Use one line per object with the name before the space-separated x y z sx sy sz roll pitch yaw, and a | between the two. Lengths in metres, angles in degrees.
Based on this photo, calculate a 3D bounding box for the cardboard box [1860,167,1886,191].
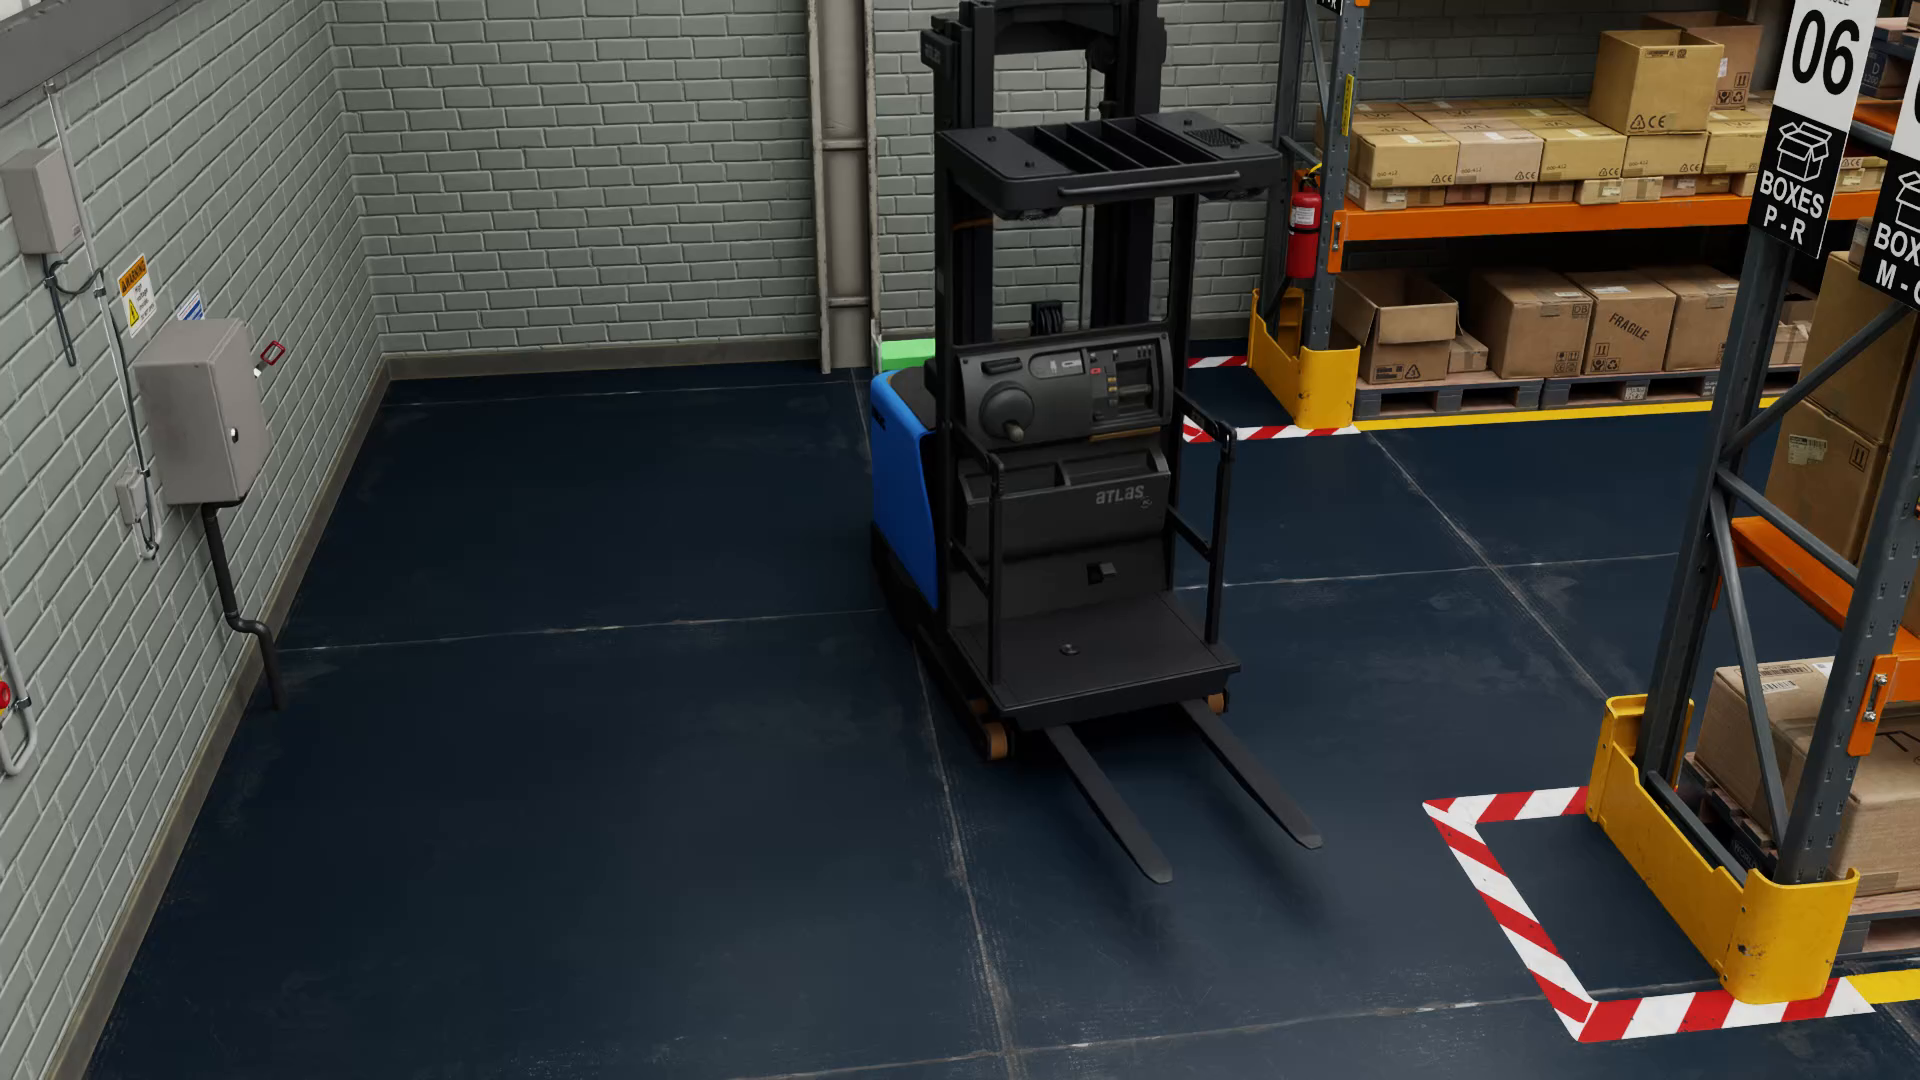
cardboard box | 5.492 -2.250 10.124 0.250 0.149 0.380 -3 27 -6

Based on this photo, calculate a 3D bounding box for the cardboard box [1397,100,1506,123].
cardboard box | 2.996 -2.515 10.204 0.500 0.250 0.500 -4 27 -7

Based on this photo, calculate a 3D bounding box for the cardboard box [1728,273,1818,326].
cardboard box | 5.341 -1.577 11.024 0.500 0.311 0.500 -3 27 -5

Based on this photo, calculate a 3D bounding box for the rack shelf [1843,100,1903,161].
rack shelf | 4.743 -1.166 5.238 4.000 0.370 1.077 -4 27 -7

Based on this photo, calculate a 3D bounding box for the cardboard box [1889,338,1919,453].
cardboard box | 3.277 -0.415 5.069 0.500 0.500 0.500 -4 27 -8

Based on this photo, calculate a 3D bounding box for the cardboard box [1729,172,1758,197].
cardboard box | 4.726 -2.189 10.005 0.250 0.149 0.380 -4 27 -8

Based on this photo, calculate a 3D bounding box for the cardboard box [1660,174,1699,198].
cardboard box | 4.217 -2.186 9.999 0.250 0.149 0.380 -4 27 -7

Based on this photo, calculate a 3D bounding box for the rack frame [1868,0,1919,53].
rack frame | 2.762 -2.693 4.142 0.127 3.000 1.000 -4 27 -7

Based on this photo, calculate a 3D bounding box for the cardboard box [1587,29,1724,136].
cardboard box | 4.039 -2.670 9.684 0.500 0.500 0.500 -3 27 -6

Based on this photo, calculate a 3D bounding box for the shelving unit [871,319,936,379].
shelving unit | -0.172 -0.529 8.467 0.503 1.200 0.258 -5 28 -10

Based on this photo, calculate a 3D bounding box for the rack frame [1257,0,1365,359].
rack frame | 2.067 -2.268 9.884 0.127 3.000 1.000 -4 27 -7

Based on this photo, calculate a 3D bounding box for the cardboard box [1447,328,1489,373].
cardboard box | 3.112 -1.192 10.449 0.250 0.149 0.380 -5 28 -9

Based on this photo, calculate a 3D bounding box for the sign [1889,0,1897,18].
sign | 5.947 -3.288 10.604 0.005 0.325 0.100 -4 27 -7

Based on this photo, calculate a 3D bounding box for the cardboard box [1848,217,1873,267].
cardboard box | 3.089 -0.915 5.333 0.250 0.149 0.380 -3 27 -6

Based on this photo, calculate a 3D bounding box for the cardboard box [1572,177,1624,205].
cardboard box | 3.713 -2.112 9.856 0.250 0.149 0.380 -4 27 -9

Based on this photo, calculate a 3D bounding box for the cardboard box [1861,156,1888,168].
cardboard box | 5.557 -2.445 10.068 0.500 0.250 0.500 -3 27 -6

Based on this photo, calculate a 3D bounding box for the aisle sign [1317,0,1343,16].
aisle sign | 2.040 -3.287 9.023 0.004 0.787 0.394 -4 27 -7

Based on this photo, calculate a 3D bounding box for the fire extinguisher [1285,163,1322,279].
fire extinguisher | 1.986 -1.849 9.561 0.183 0.674 0.296 -4 27 -7

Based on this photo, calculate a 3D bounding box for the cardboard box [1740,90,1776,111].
cardboard box | 5.004 -2.643 10.454 0.500 0.250 0.500 -4 27 -8

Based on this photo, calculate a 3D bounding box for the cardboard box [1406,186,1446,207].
cardboard box | 2.676 -2.090 9.812 0.250 0.149 0.380 -3 27 -6

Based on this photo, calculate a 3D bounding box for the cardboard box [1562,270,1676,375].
cardboard box | 4.075 -1.364 10.400 0.500 0.500 0.500 -3 27 -6

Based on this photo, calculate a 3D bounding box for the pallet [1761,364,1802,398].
pallet | 5.348 -1.238 10.932 1.213 0.211 1.003 -4 27 -7

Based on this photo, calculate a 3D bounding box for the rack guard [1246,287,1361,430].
rack guard | 2.142 -1.160 10.464 0.348 0.500 1.175 -4 27 -7

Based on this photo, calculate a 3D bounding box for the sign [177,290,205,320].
sign | -3.241 -0.782 7.092 0.001 0.494 0.329 -4 27 -7

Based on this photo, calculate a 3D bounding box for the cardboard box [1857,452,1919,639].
cardboard box | 3.277 0.031 5.295 0.500 0.500 0.500 -4 27 -8

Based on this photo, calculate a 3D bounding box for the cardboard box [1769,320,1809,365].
cardboard box | 5.163 -1.302 10.536 0.258 0.266 0.396 -3 27 -5

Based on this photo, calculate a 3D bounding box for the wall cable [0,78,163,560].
wall cable | -3.028 -0.747 5.808 0.122 1.984 0.588 -4 27 -7

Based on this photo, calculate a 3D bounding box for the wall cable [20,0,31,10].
wall cable | -2.934 -2.544 3.851 0.029 3.000 2.355 -4 27 -7

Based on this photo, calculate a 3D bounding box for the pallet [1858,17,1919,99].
pallet | 3.495 -1.371 4.948 1.213 0.211 1.003 -4 27 -7

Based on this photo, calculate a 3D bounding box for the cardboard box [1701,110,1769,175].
cardboard box | 4.568 -2.381 9.943 0.500 0.250 0.500 -4 27 -7

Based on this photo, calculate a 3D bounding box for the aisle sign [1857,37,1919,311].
aisle sign | 2.731 -1.045 4.653 0.004 0.787 0.394 -4 27 -7

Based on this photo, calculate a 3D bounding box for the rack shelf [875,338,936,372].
rack shelf | -0.172 -0.899 8.277 0.480 0.148 0.258 -5 28 -10

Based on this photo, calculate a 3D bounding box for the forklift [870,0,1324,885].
forklift | 0.519 -0.590 6.690 1.130 2.935 3.031 -9 29 -17

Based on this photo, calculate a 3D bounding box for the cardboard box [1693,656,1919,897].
cardboard box | 3.402 0.842 6.170 0.875 0.438 0.875 -5 28 -9

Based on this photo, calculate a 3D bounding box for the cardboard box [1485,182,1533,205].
cardboard box | 3.190 -2.111 9.853 0.250 0.149 0.380 -3 27 -5

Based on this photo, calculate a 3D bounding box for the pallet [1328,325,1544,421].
pallet | 2.931 -1.083 10.630 1.213 0.211 1.003 -4 27 -7

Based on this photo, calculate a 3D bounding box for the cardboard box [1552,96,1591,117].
cardboard box | 4.005 -2.577 10.326 0.500 0.250 0.500 -4 27 -7

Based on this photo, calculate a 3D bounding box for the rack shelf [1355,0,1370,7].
rack shelf | 4.047 -3.409 9.611 4.000 0.370 1.077 -4 27 -7

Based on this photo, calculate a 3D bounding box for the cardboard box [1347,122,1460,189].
cardboard box | 2.554 -2.240 9.669 0.500 0.250 0.500 -4 27 -7

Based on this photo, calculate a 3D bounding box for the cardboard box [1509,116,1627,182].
cardboard box | 3.554 -2.306 9.797 0.500 0.250 0.500 -4 27 -8

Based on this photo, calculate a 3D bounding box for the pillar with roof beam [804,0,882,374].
pillar with roof beam | -0.129 -3.227 5.181 0.400 9.000 9.100 -4 27 -7
